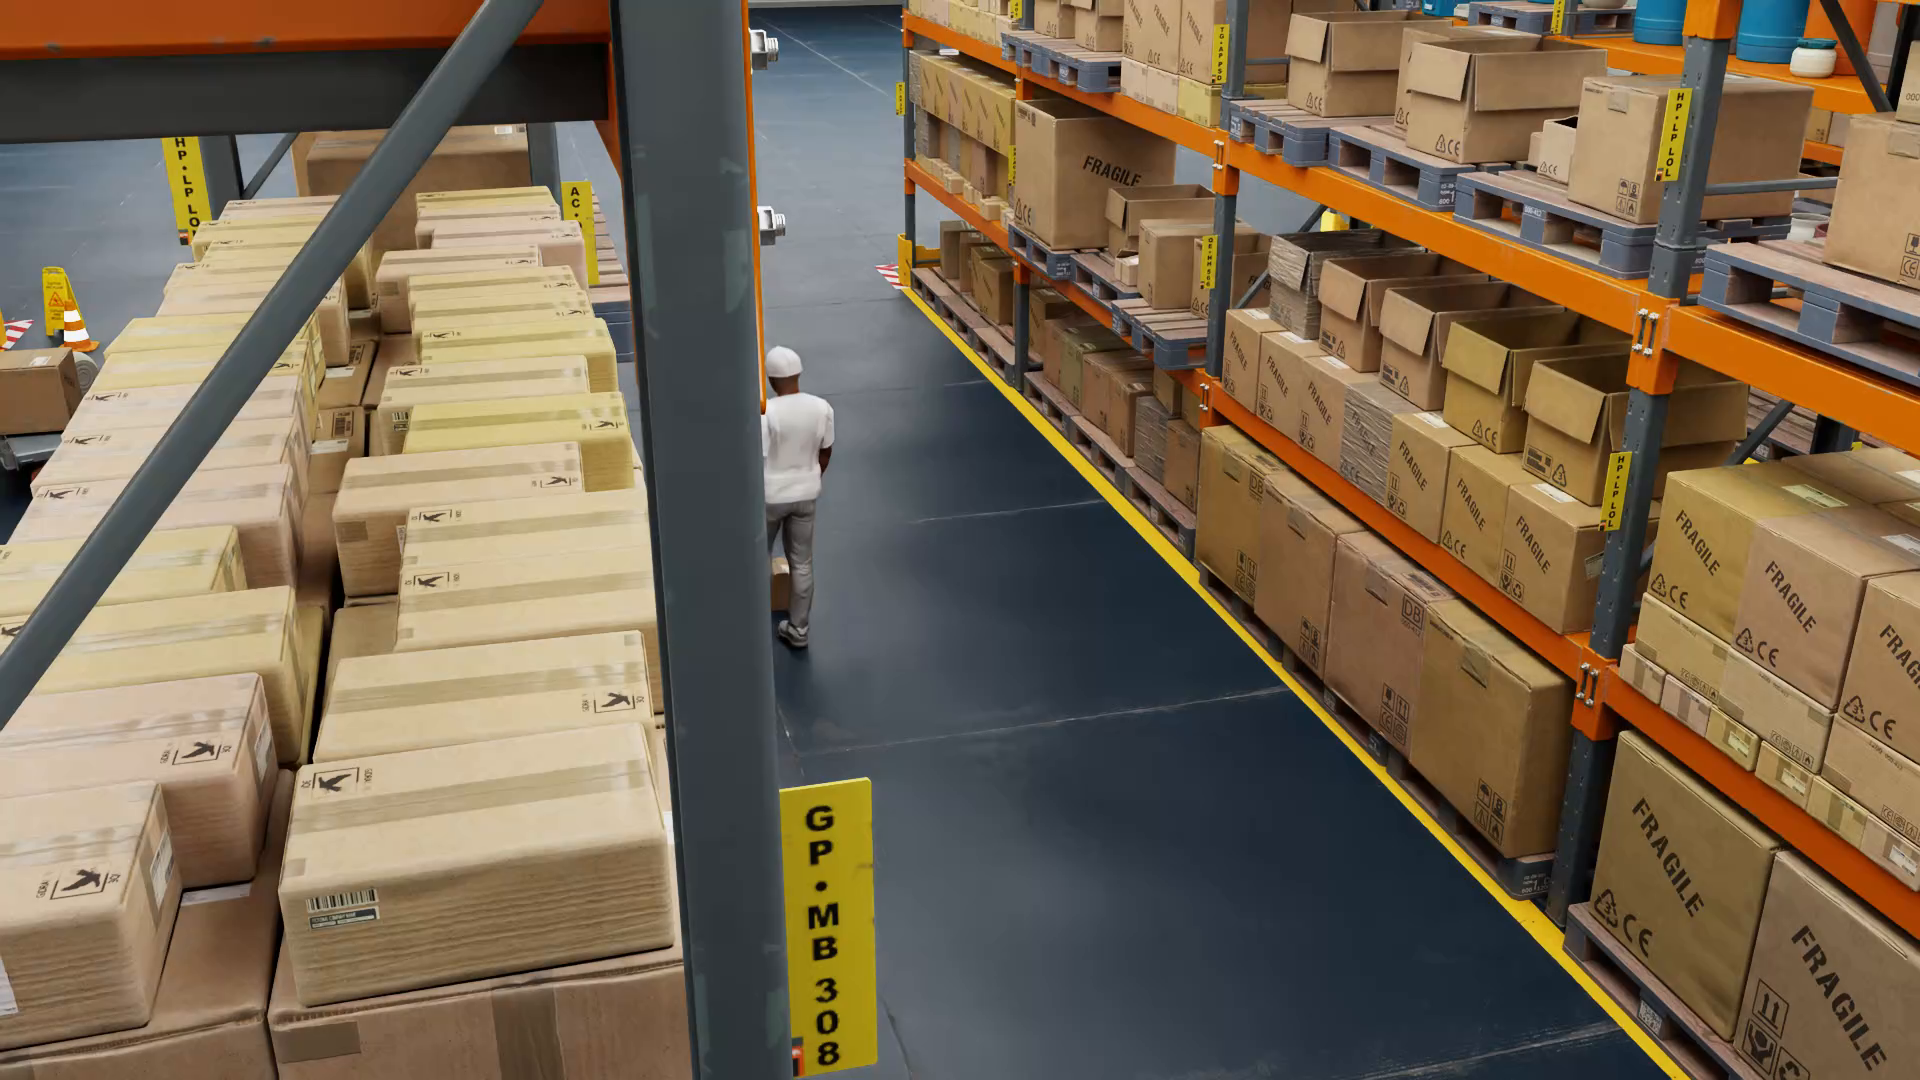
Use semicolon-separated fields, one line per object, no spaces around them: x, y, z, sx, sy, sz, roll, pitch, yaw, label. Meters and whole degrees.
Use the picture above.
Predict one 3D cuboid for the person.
-1.027;-0.245;9.685;0.627;1.818;0.624;-11;25;-25;person
